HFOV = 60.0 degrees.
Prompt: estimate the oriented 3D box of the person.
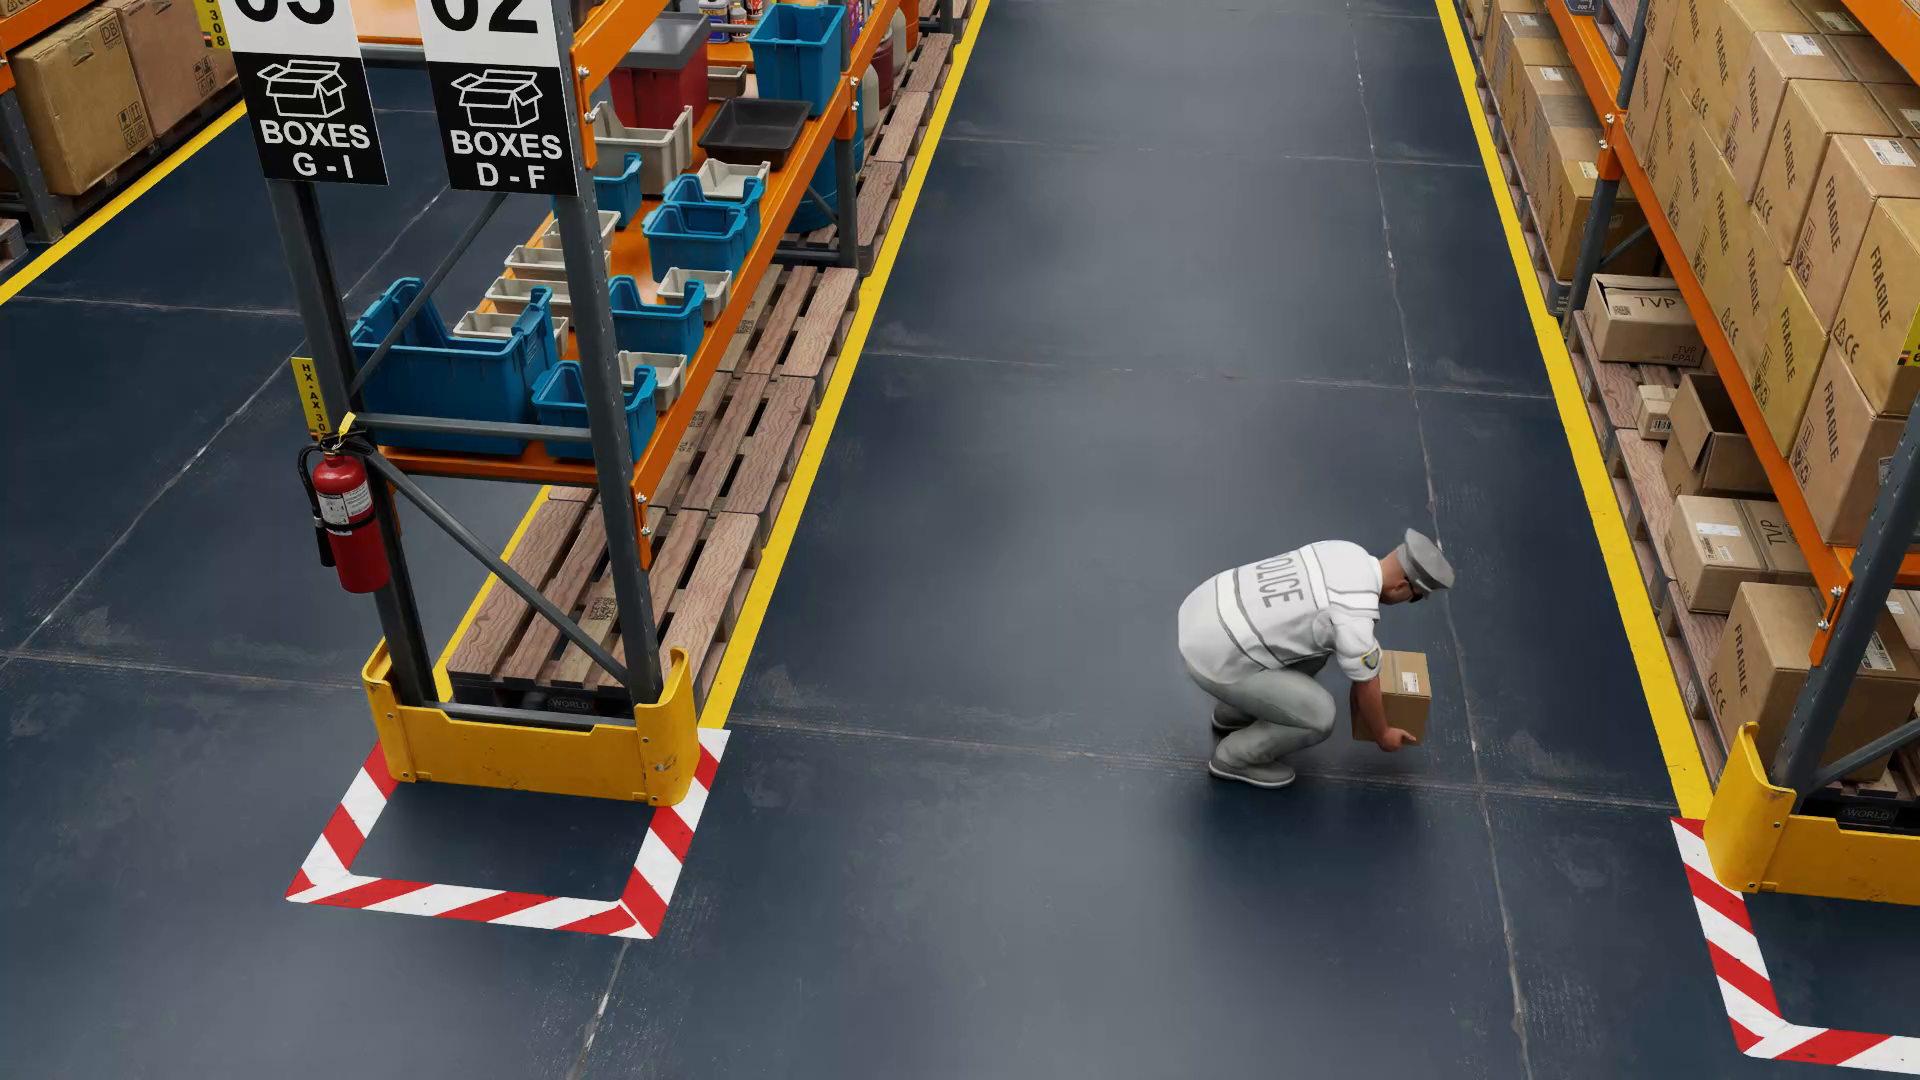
[{"bbox_3d":[1.292,0.417,6.194,0.968,1.027,0.532,3,36,5],"label":"person"}]
